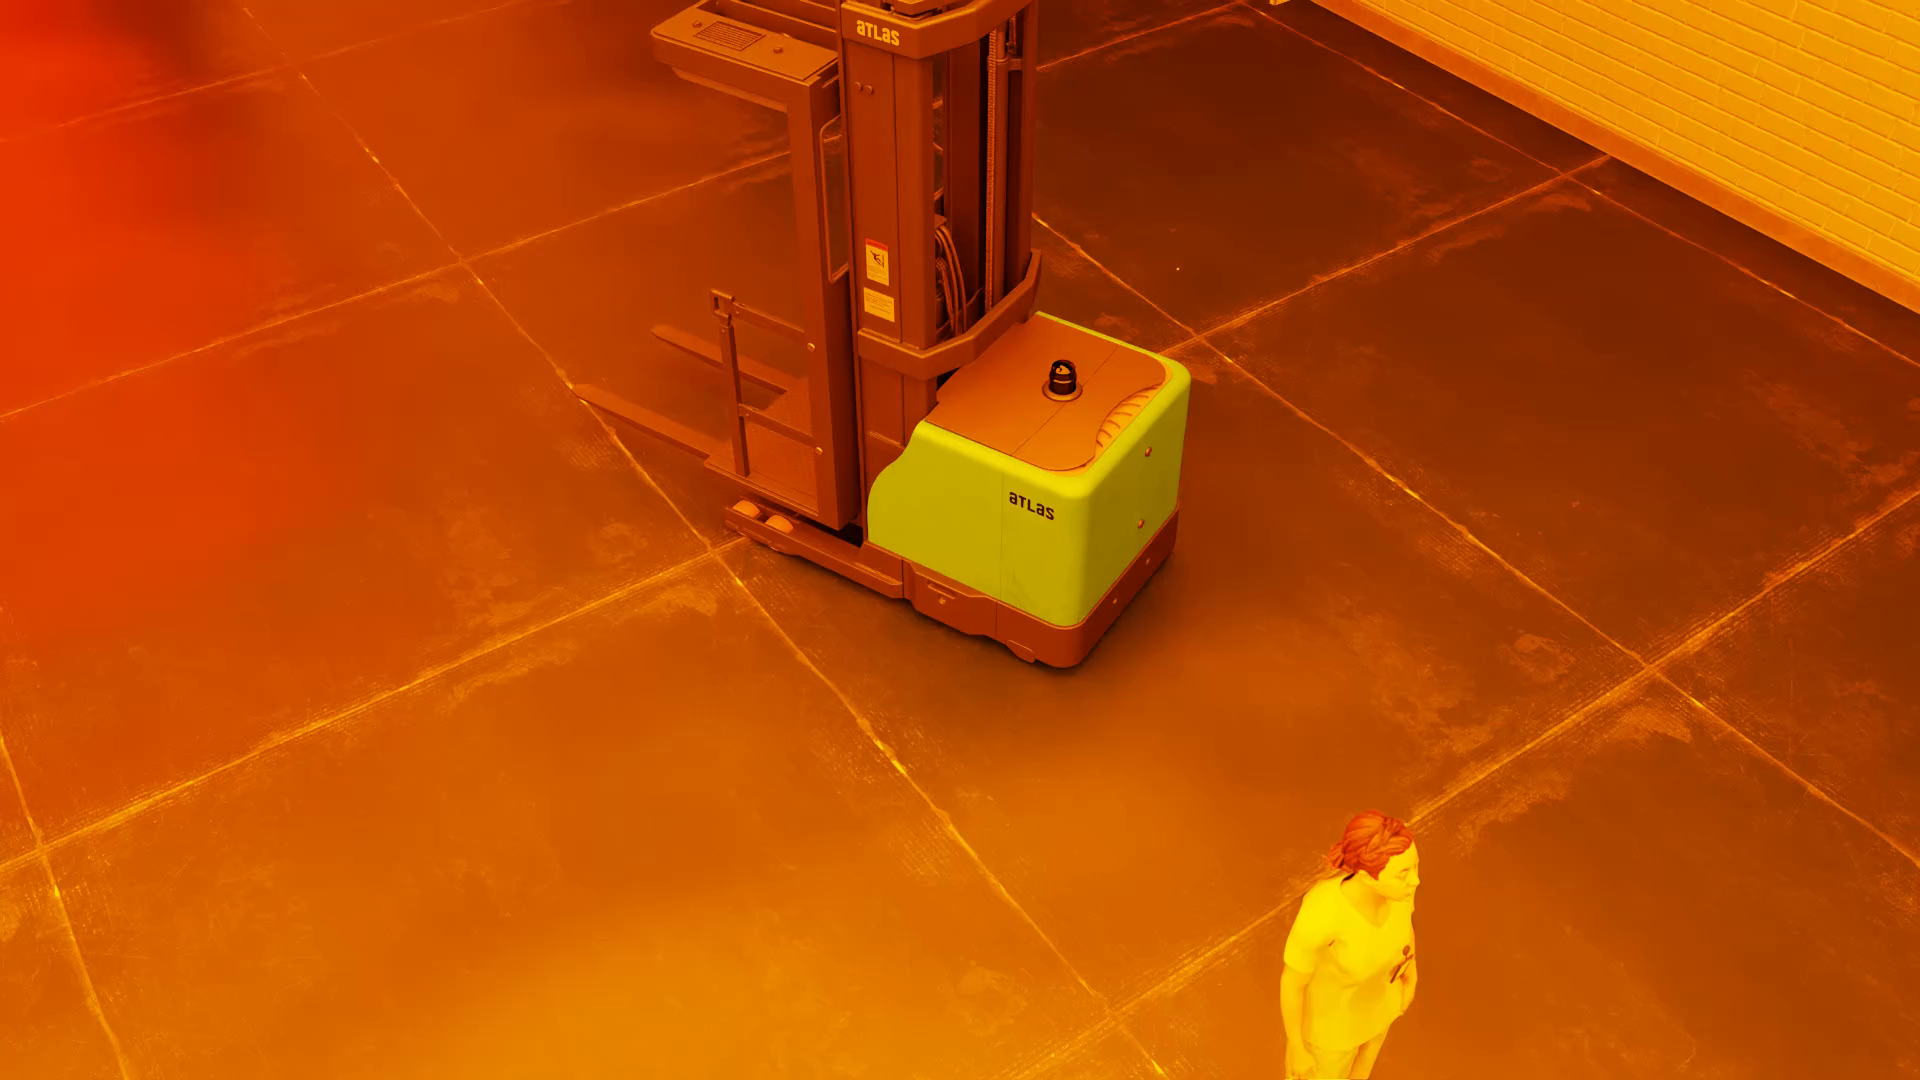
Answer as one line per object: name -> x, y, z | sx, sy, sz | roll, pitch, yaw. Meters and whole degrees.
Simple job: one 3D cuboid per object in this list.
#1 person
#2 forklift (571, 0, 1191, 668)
person -> 1.203, 1.479, 5.028 | 0.543, 1.676, 0.545 | -25, 48, -25
forklift -> -0.511, -1.302, 7.129 | 3.031, 2.935, 1.130 | 24, 48, 24
